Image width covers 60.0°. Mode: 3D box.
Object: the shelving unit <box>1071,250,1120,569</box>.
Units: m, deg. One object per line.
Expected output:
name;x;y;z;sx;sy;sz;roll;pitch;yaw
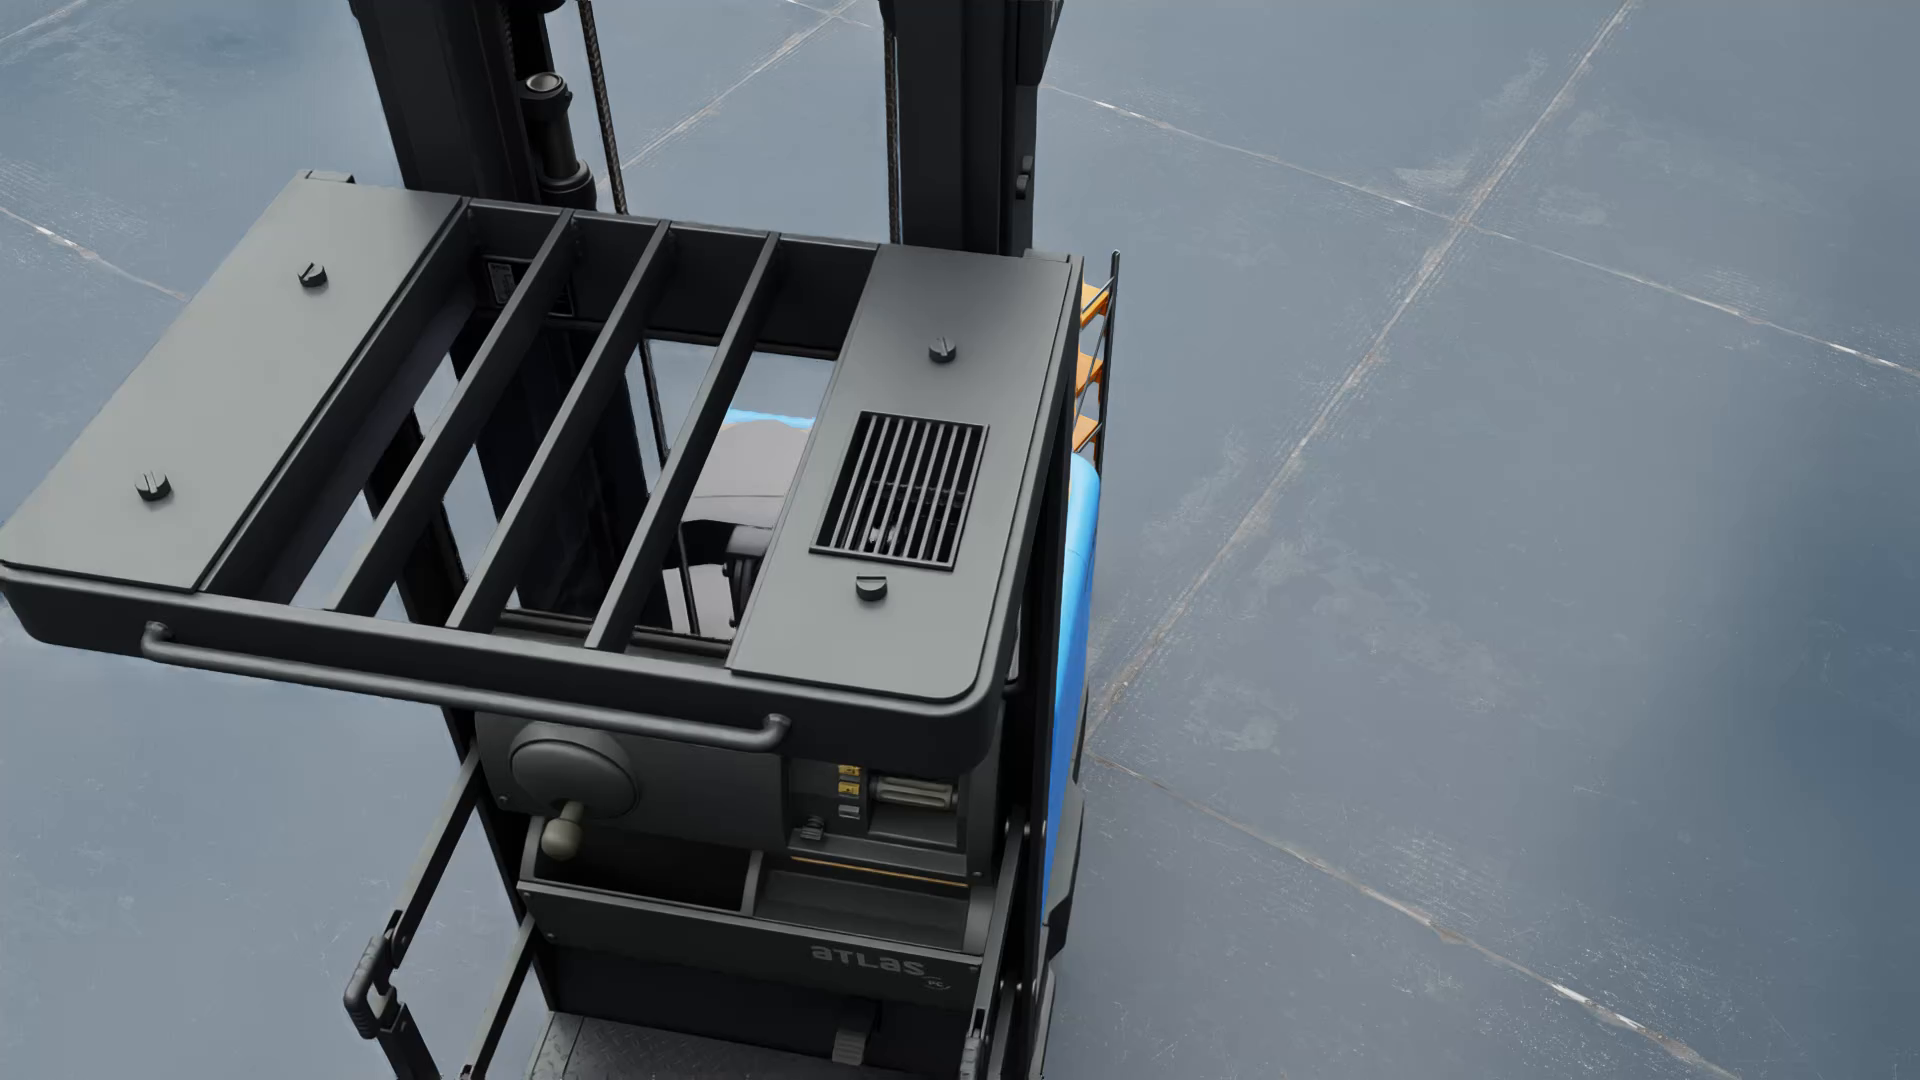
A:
shelving unit;0.139;-0.354;4.757;0.503;1.200;0.258;25;51;22

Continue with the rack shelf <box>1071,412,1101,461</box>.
rack shelf;0.139;-0.307;4.806;0.480;0.148;0.258;25;51;22

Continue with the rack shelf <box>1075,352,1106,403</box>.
rack shelf;0.139;-0.463;4.645;0.480;0.148;0.258;25;51;22

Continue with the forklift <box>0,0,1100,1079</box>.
forklift;-0.428;0.494;2.726;1.130;2.935;3.031;8;46;7

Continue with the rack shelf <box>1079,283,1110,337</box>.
rack shelf;0.139;-0.628;4.476;0.480;0.148;0.258;25;51;22

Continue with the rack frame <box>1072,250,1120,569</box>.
rack frame;0.345;-0.260;4.666;0.015;1.200;0.240;25;51;22
